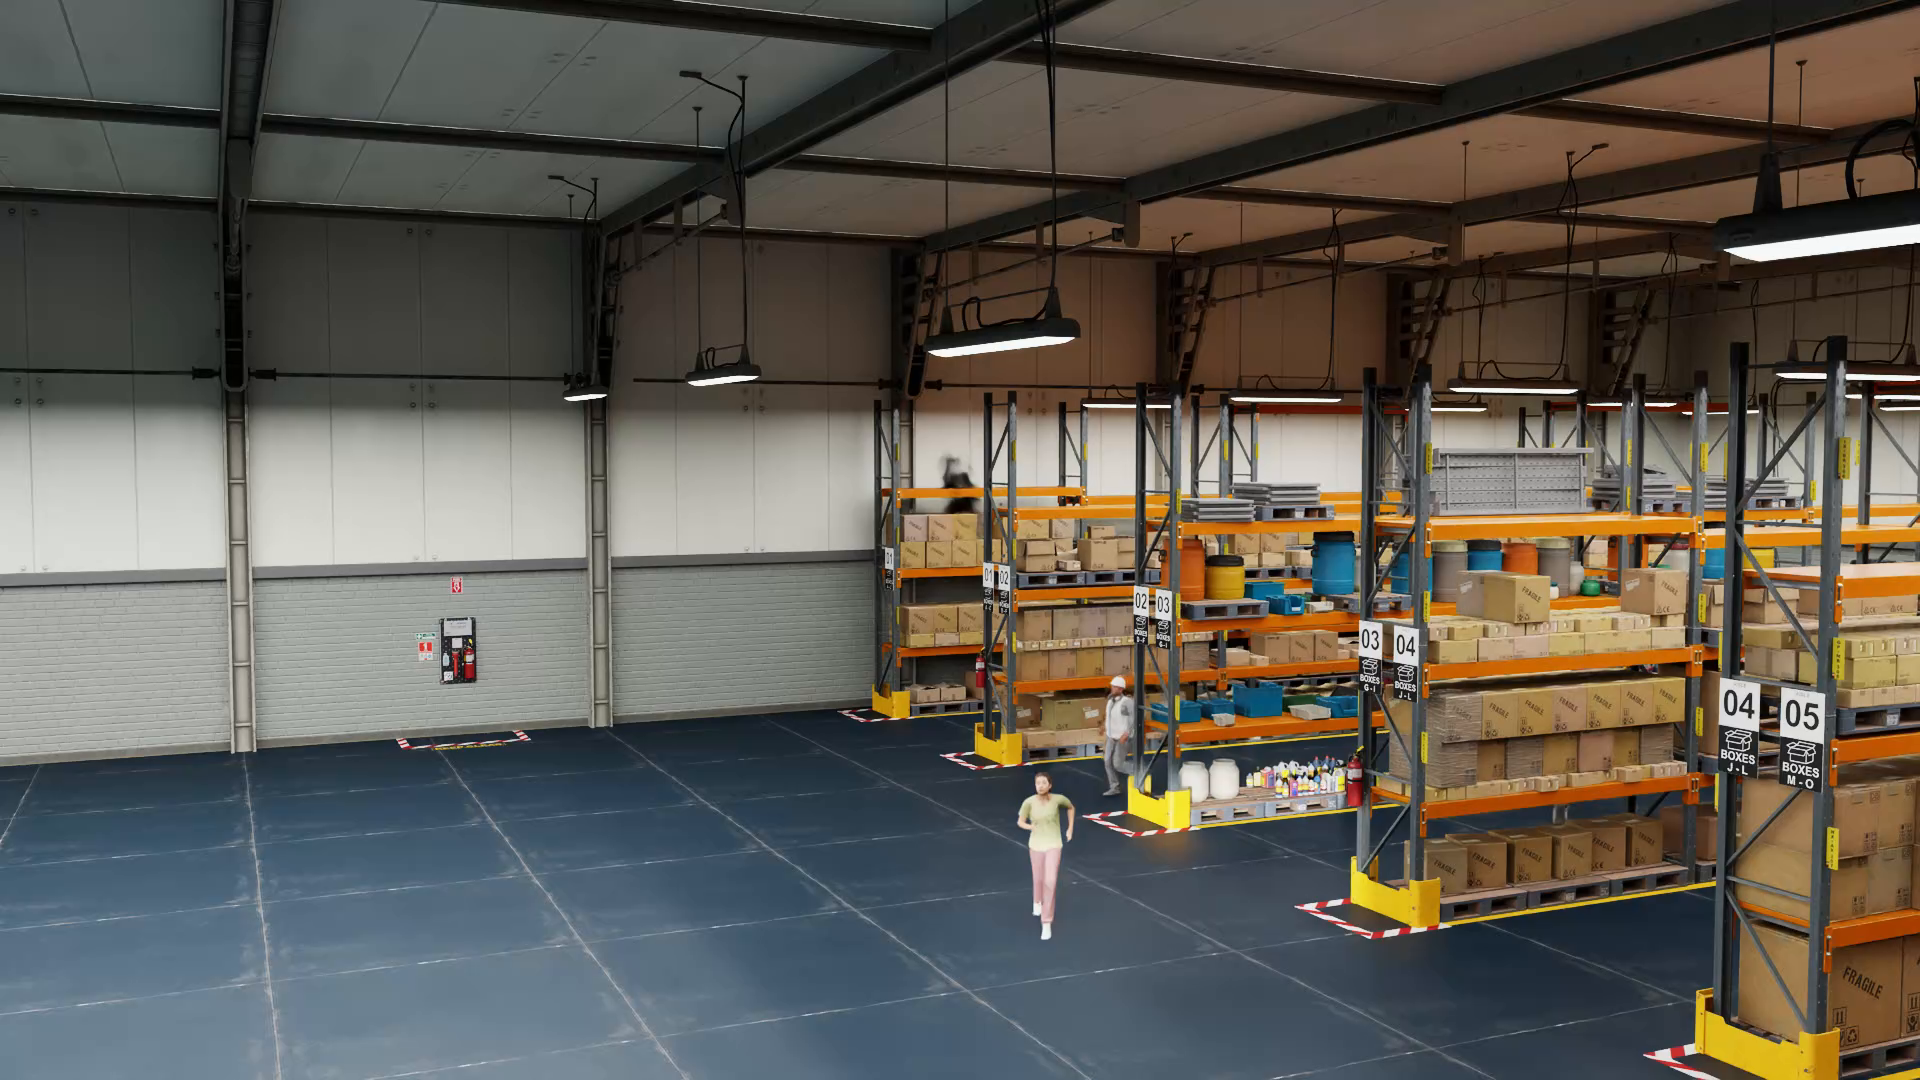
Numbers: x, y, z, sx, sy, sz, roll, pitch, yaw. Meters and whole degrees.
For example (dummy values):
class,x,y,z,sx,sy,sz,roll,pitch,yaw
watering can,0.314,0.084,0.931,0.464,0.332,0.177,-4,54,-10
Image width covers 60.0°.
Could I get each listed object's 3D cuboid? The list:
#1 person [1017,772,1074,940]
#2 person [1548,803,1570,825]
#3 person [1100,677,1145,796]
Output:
class,x,y,z,sx,sy,sz,roll,pitch,yaw
person,0.915,3.298,17.721,0.582,1.707,0.915,1,3,11
person,7.970,3.079,22.023,0.573,1.628,0.565,-2,4,-36
person,2.390,2.878,24.485,0.676,1.752,0.679,-2,4,-34
